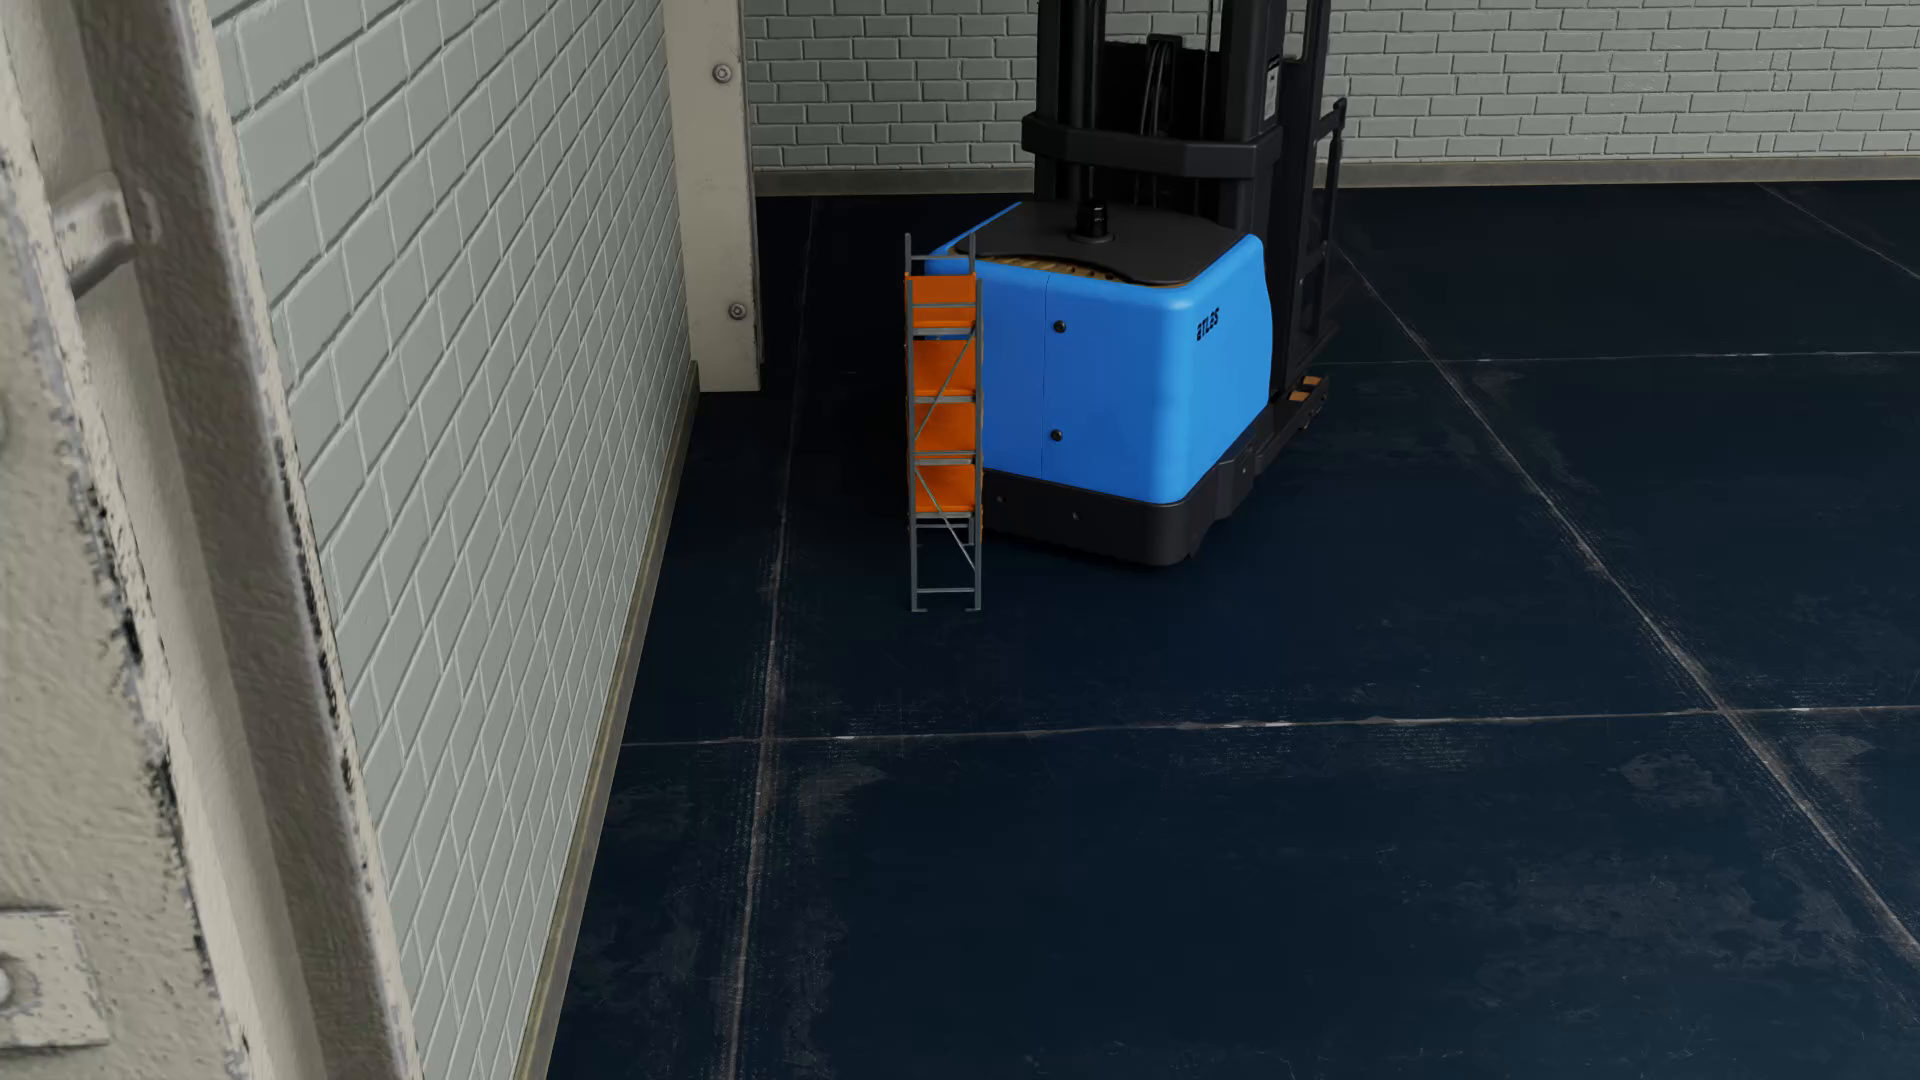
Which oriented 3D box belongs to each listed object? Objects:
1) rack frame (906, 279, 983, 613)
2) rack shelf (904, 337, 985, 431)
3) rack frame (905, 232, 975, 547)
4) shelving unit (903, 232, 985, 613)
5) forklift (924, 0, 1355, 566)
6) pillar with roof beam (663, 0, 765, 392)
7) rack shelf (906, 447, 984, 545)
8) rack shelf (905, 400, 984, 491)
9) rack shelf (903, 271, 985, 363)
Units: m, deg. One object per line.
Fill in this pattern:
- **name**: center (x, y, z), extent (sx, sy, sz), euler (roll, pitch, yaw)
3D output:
- **rack frame**: center (-0.049, -0.285, 5.499), extent (0.240, 1.200, 0.015), euler (-1, 28, -2)
- **rack shelf**: center (-0.059, -0.537, 5.643), extent (0.258, 0.148, 0.480), euler (-1, 28, -2)
- **rack frame**: center (-0.068, -0.511, 5.932), extent (0.240, 1.200, 0.015), euler (-1, 28, -2)
- **shelving unit**: center (-0.059, -0.398, 5.716), extent (0.258, 1.200, 0.503), euler (-1, 28, -2)
- **forklift**: center (0.974, -1.859, 6.646), extent (1.130, 2.935, 3.031), euler (13, 30, 24)
- **pillar with roof beam**: center (3.227, -4.860, 5.838), extent (9.100, 9.000, 0.400), euler (-1, 28, -3)
- **rack shelf**: center (-0.059, -0.162, 5.838), extent (0.258, 0.148, 0.480), euler (-1, 28, -2)
- **rack shelf**: center (-0.059, -0.338, 5.747), extent (0.258, 0.148, 0.480), euler (-1, 28, -2)
- **rack shelf**: center (-0.059, -0.746, 5.534), extent (0.258, 0.148, 0.480), euler (-1, 28, -2)
